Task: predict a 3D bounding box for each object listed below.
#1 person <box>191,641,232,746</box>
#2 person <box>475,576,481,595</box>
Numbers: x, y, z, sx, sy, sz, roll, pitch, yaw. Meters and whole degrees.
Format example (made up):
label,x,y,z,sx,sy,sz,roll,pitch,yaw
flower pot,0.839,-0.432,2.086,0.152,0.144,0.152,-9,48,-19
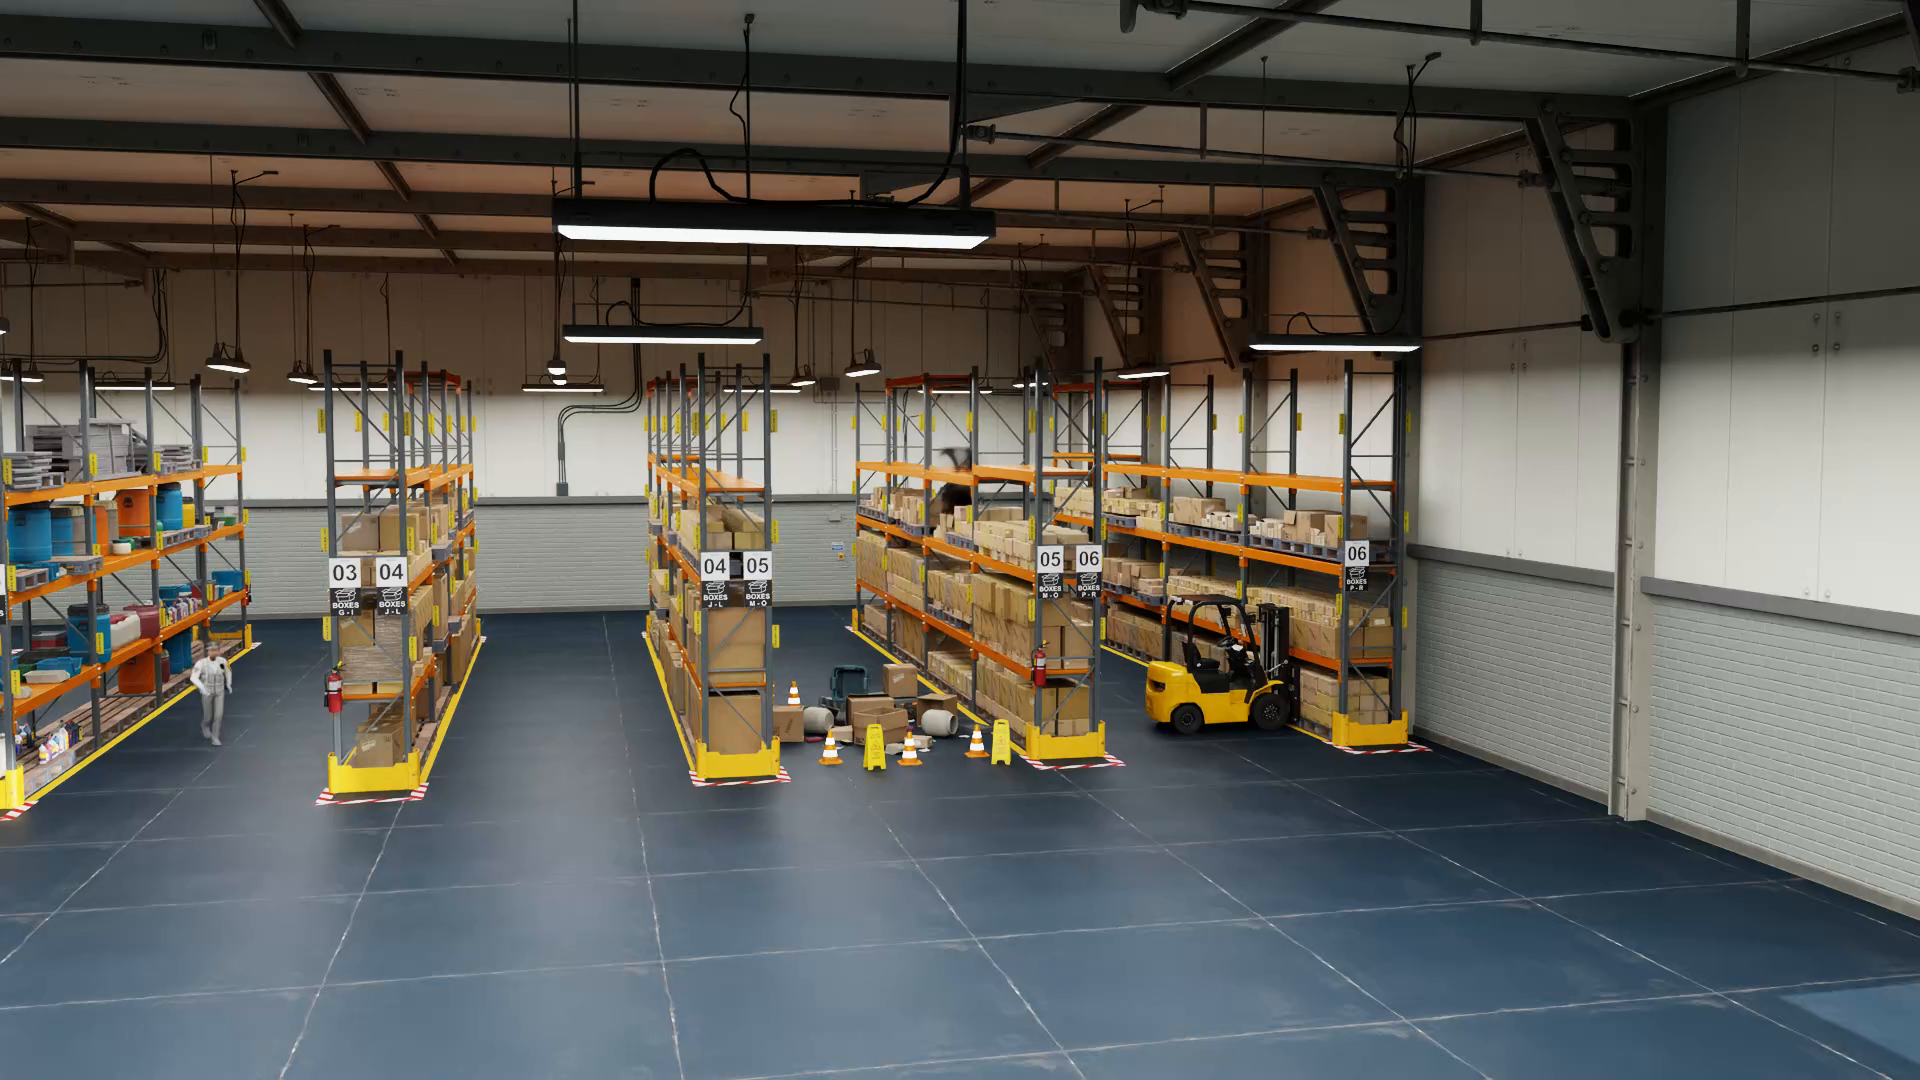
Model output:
label,x,y,z,sx,sy,sz,roll,pitch,yaw
person,-11.738,2.380,26.057,0.613,1.634,0.698,-3,5,-35
person,-11.804,1.401,39.770,0.744,1.700,0.618,2,5,30
